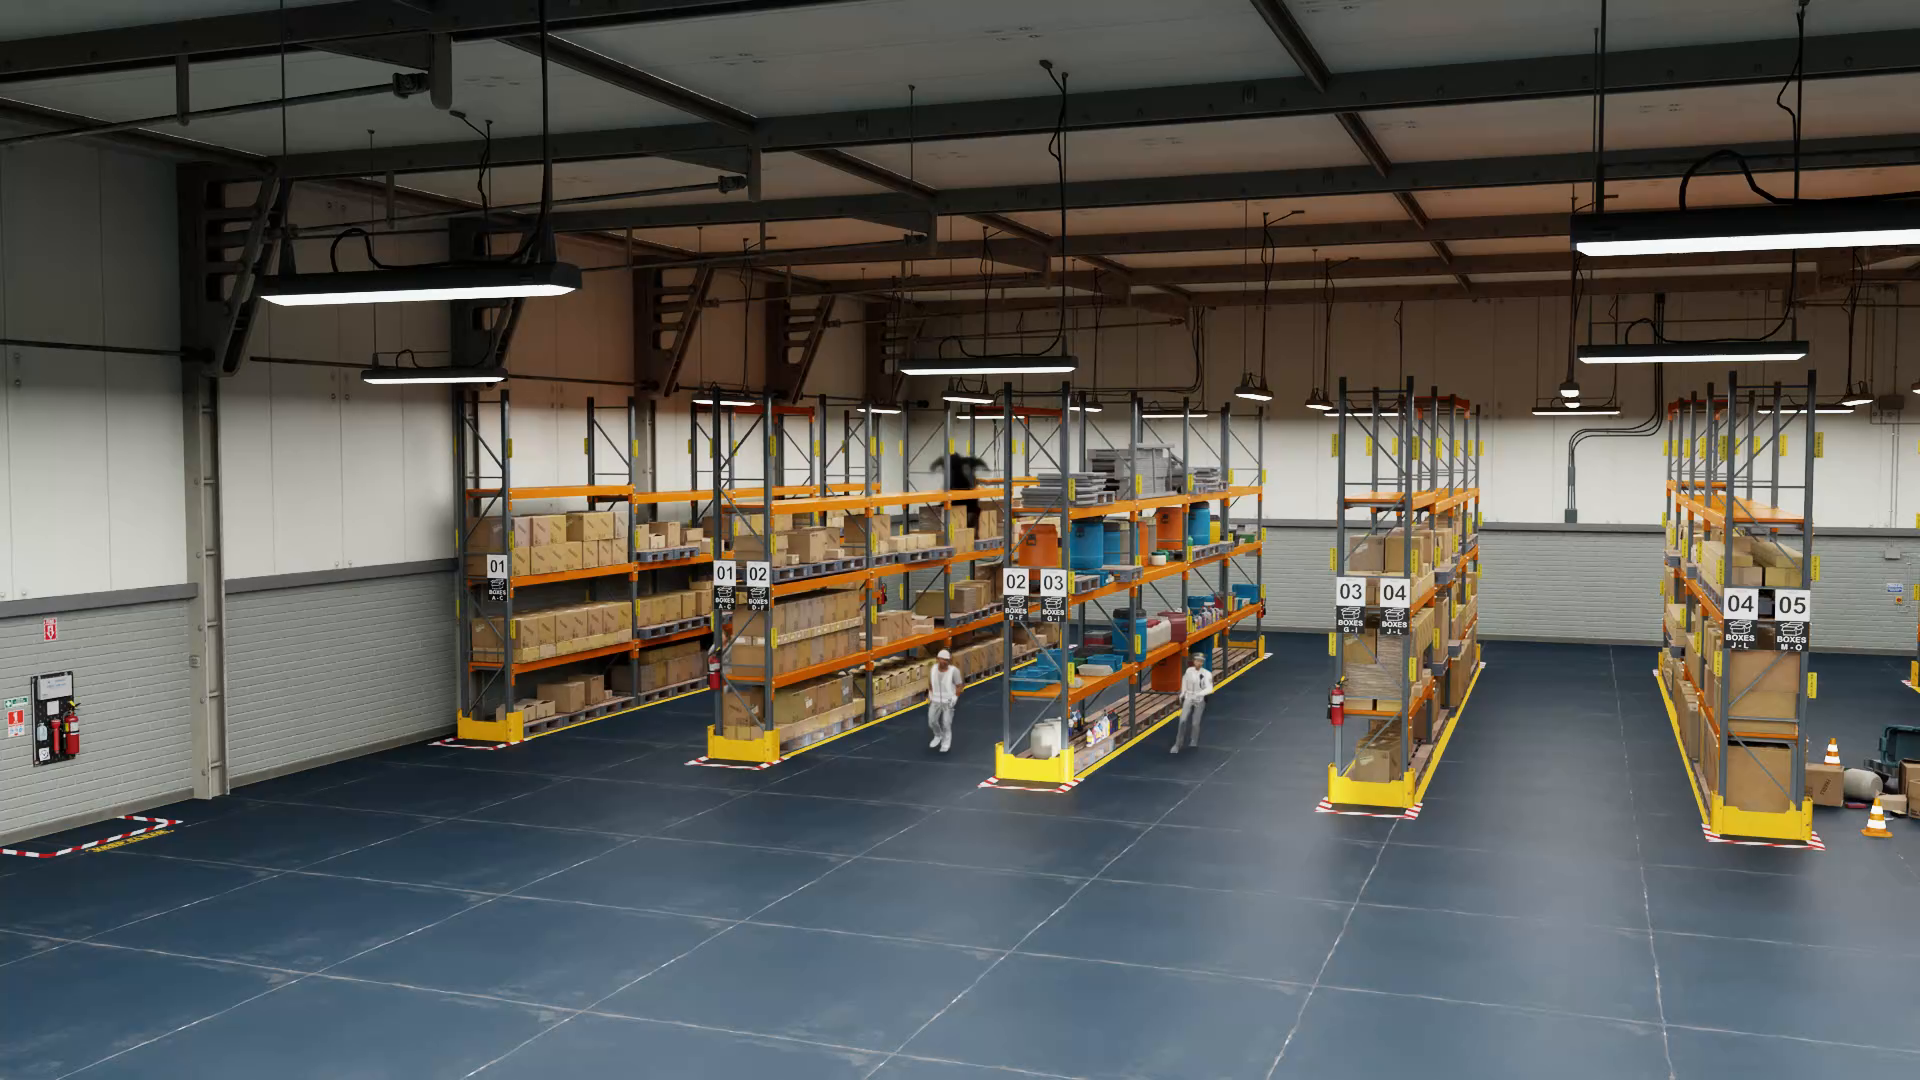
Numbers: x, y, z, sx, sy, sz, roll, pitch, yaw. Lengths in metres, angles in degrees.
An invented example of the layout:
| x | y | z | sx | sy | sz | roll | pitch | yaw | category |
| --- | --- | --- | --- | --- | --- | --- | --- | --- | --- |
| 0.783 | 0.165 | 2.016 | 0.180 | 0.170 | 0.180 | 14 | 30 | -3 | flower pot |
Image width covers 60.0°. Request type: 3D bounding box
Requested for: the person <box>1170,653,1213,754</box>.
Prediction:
| x | y | z | sx | sy | sz | roll | pitch | yaw | category |
| --- | --- | --- | --- | --- | --- | --- | --- | --- | --- |
| 3.844 | 2.657 | 27.306 | 0.662 | 1.663 | 0.787 | 1 | 3 | 20 | person |

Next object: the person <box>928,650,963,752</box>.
| x | y | z | sx | sy | sz | roll | pitch | yaw | category |
| --- | --- | --- | --- | --- | --- | --- | --- | --- | --- |
| -0.283 | 2.630 | 27.135 | 0.710 | 1.714 | 0.792 | 1 | 3 | 16 | person |

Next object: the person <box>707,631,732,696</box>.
| x | y | z | sx | sy | sz | roll | pitch | yaw | category |
| --- | --- | --- | --- | --- | --- | --- | --- | --- | --- |
| -4.442 | 2.496 | 31.064 | 0.562 | 1.609 | 0.557 | 0 | 3 | -3 | person |
